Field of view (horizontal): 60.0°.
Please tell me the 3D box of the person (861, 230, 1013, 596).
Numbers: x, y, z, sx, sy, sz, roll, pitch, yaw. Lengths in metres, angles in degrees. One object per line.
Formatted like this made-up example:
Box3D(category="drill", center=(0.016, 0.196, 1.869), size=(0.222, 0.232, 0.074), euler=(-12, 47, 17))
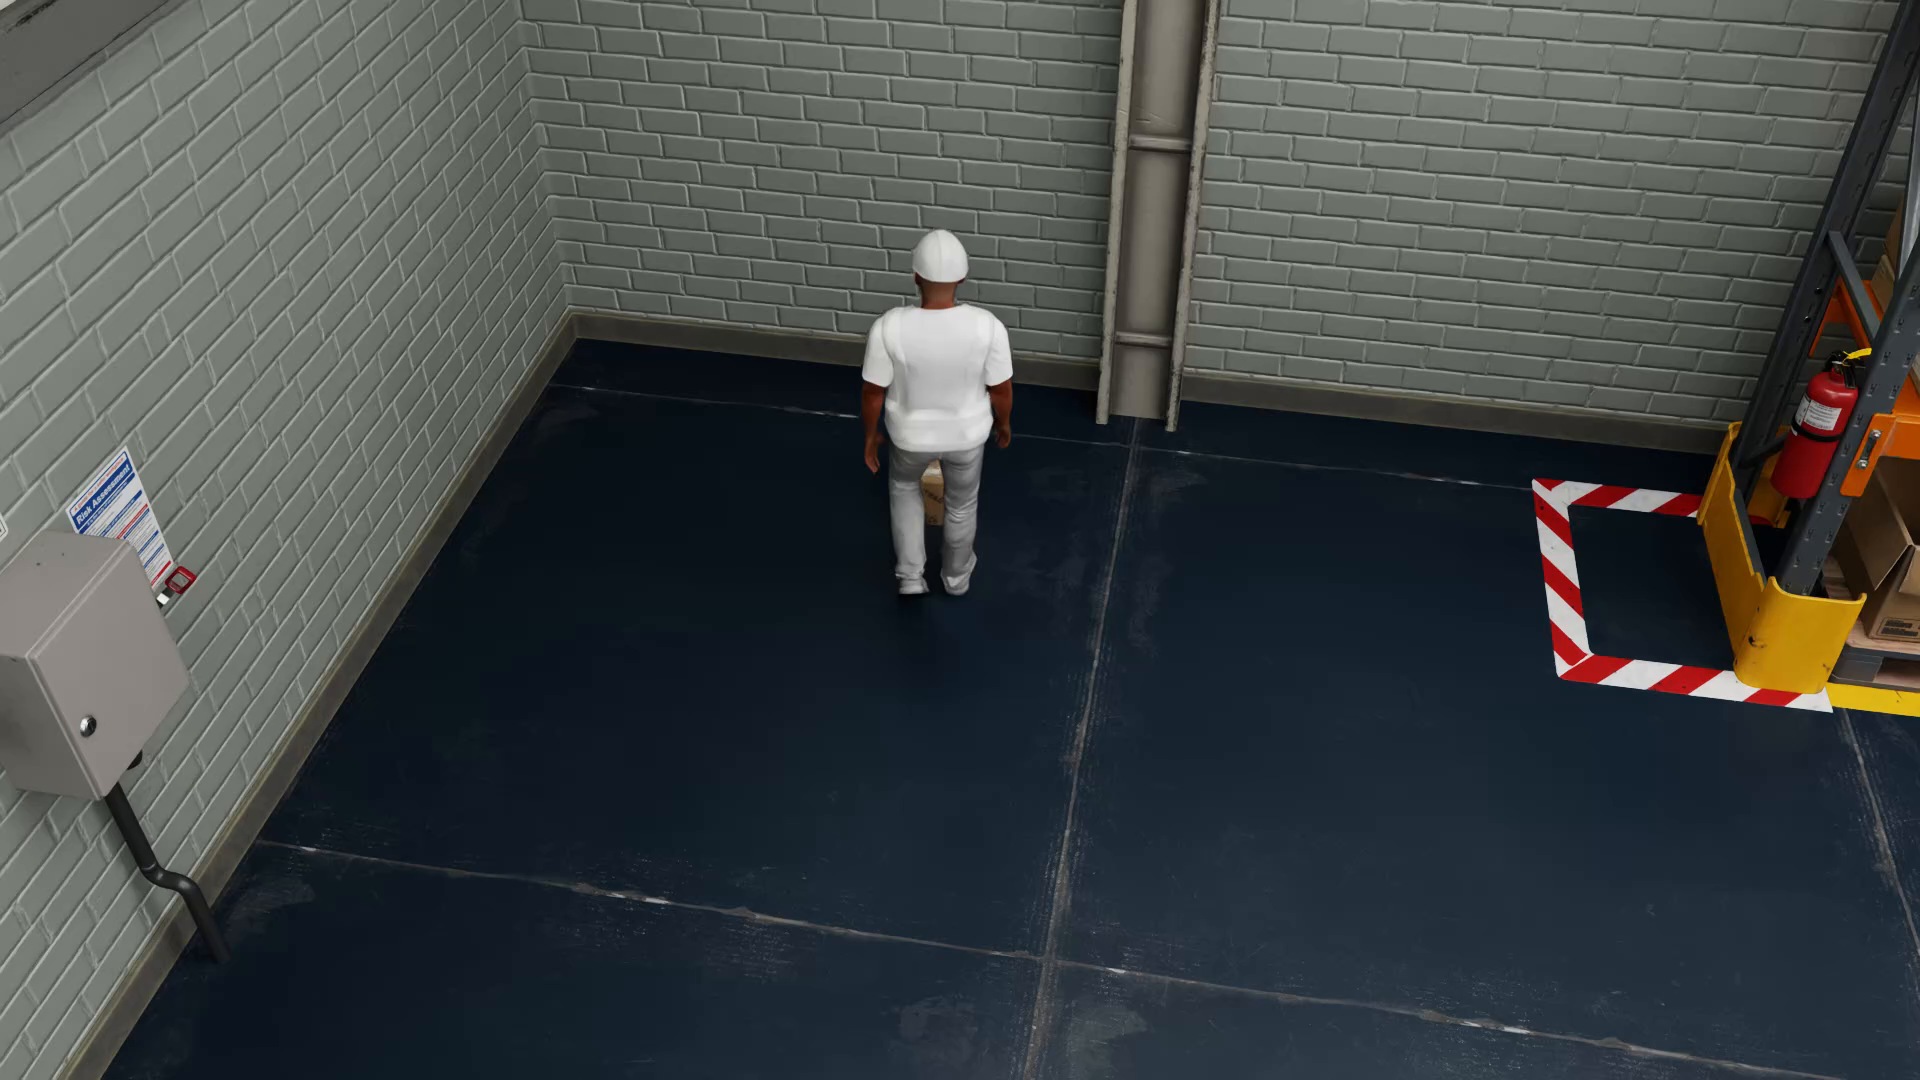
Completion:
Box3D(category="person", center=(-0.089, -0.464, 6.662), size=(0.594, 1.767, 0.504), euler=(1, 40, 1))
